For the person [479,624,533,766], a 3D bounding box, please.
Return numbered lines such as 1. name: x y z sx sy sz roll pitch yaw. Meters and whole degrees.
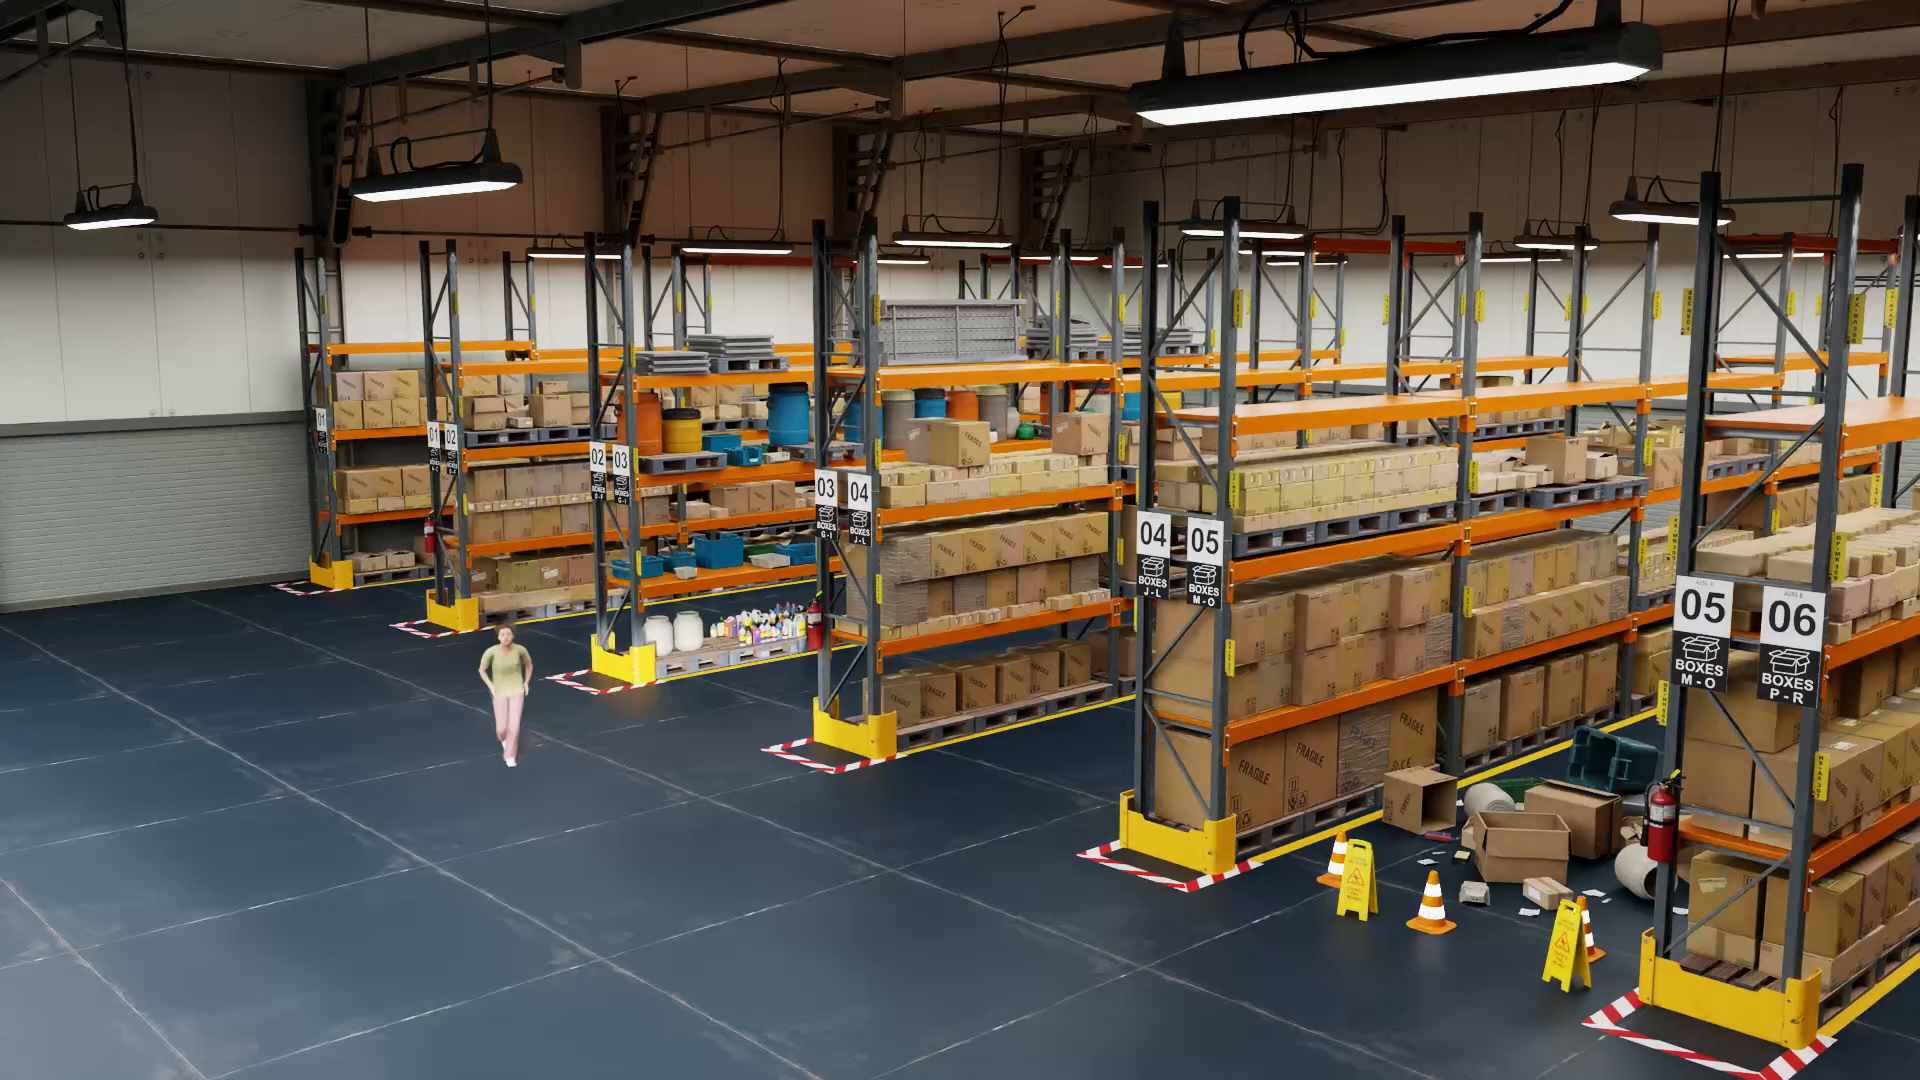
1. person: -5.031 1.687 18.475 0.582 1.604 0.593 -3 9 -18
